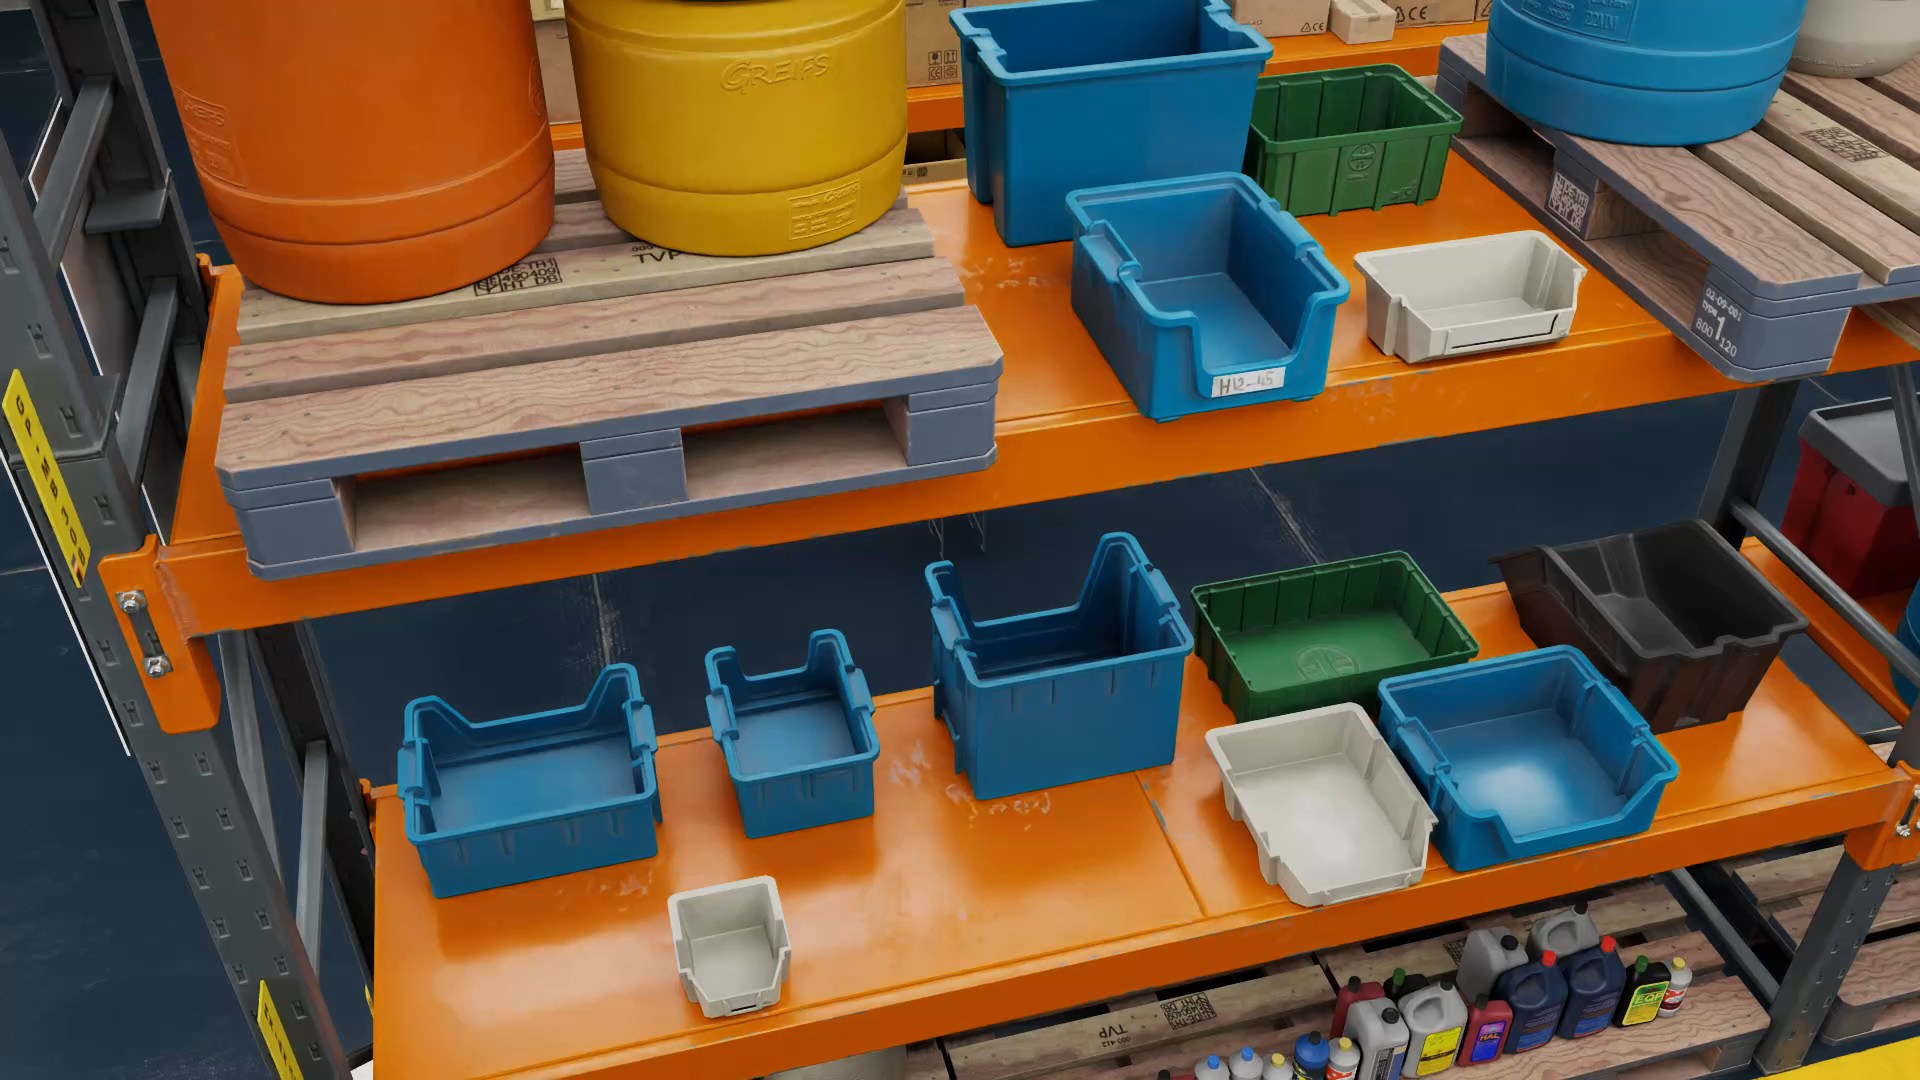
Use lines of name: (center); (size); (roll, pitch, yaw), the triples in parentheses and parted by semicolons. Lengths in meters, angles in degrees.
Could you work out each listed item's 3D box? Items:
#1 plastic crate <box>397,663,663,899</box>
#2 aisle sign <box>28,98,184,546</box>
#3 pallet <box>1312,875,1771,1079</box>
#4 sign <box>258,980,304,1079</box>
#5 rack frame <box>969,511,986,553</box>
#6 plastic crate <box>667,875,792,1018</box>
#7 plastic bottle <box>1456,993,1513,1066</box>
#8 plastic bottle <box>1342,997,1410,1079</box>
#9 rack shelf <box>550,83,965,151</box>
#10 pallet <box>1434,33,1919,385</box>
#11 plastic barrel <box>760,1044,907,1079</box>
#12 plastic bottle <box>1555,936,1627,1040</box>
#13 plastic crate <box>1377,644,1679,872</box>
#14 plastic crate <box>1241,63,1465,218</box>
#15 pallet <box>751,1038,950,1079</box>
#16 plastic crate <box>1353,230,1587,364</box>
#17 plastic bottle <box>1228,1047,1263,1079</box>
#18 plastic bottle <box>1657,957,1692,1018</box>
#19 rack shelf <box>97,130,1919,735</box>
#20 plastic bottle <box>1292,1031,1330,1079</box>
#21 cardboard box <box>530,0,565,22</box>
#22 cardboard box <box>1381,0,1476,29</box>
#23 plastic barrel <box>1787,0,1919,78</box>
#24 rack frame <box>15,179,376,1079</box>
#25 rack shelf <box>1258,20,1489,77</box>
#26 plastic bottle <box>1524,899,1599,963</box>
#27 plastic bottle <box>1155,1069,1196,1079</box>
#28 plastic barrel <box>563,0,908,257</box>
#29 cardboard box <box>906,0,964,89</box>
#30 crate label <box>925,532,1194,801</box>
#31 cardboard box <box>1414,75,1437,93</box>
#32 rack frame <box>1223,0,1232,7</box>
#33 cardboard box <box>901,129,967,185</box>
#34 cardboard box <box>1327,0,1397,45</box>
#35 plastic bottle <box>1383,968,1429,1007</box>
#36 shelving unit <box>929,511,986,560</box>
plastic crate: (-1.058, 0.590, 4.132); (0.616, 0.251, 0.499); (-9, 38, -12)
aisle sign: (-1.611, -0.409, 3.177); (0.004, 0.787, 0.394); (-9, 38, -12)
pallet: (1.739, 1.342, 5.322); (1.213, 0.211, 1.003); (-9, 38, -12)
sign: (-1.324, 1.000, 3.247); (0.005, 0.325, 0.100); (-9, 38, -12)
rack frame: (0.074, -0.489, 6.901); (0.006, 1.200, 0.240); (-9, 38, -12)
plastic crate: (-0.516, 0.938, 3.772); (0.250, 0.136, 0.298); (-9, 38, -12)
plastic bottle: (1.520, 1.408, 4.814); (0.133, 0.283, 0.061); (-7, 38, -9)
plastic bottle: (1.196, 1.436, 4.784); (0.135, 0.276, 0.152); (-9, 38, -11)
rack shelf: (-0.821, -2.151, 8.185); (4.000, 0.370, 1.077); (-9, 38, -12)
pallet: (1.727, -0.792, 3.504); (1.003, 0.211, 1.213); (-9, 38, -12)
plastic barrel: (-0.364, 1.379, 4.681); (0.421, 0.512, 0.421); (0, 37, 0)
plastic bottle: (1.851, 1.301, 4.899); (0.185, 0.351, 0.144); (-10, 39, -13)
plastic crate: (1.400, 0.546, 4.190); (0.616, 0.251, 0.499); (-9, 38, -12)
plastic crate: (0.804, -0.865, 3.617); (0.450, 0.188, 0.336); (-9, 38, -12)
pallet: (-0.617, 1.728, 4.817); (1.213, 0.211, 1.003); (-9, 38, -12)
plastic crate: (0.954, -0.443, 3.108); (0.396, 0.136, 0.243); (-9, 38, -12)
plastic bottle: (0.795, 1.520, 4.677); (0.097, 0.271, 0.097); (0, 37, 0)
plastic bottle: (2.129, 1.329, 4.984); (0.097, 0.201, 0.097); (0, 37, 0)
rack shelf: (0.467, -0.436, 3.475); (4.000, 0.370, 1.077); (-9, 38, -12)
plastic bottle: (0.991, 1.488, 4.719); (0.097, 0.271, 0.097); (0, 37, 0)
cardboard box: (-1.821, -2.435, 7.349); (0.250, 0.149, 0.380); (-9, 38, -12)
cardboard box: (2.365, -2.989, 8.606); (0.500, 0.500, 0.500); (-7, 38, -9)
plastic barrel: (1.931, -1.297, 3.570); (0.421, 0.512, 0.421); (0, 37, 0)
rack frame: (-1.464, 0.786, 3.754); (0.127, 3.000, 1.000); (-9, 38, -12)
rack shelf: (3.041, -2.785, 9.014); (4.000, 0.370, 1.077); (-9, 38, -12)
plastic bottle: (1.814, 1.216, 5.009); (0.185, 0.351, 0.144); (-9, 38, -12)
plastic bottle: (0.591, 1.561, 4.615); (0.133, 0.283, 0.061); (-9, 38, -11)
plastic barrel: (-0.396, -0.902, 2.991); (0.600, 0.588, 0.600); (0, 37, 0)
cardboard box: (-0.309, -2.555, 8.039); (0.500, 0.500, 0.700); (-9, 38, -11)
crate label: (0.243, 0.322, 4.331); (0.616, 0.435, 0.502); (-9, 38, -12)
cardboard box: (2.896, -2.525, 9.537); (0.500, 0.311, 0.500); (-10, 38, -13)
rack frame: (1.110, -2.754, 8.381); (0.127, 3.000, 1.000); (-9, 38, -12)
cardboard box: (-0.248, -1.771, 8.396); (0.500, 0.500, 0.500); (-9, 38, -12)
cardboard box: (2.019, -2.674, 8.484); (0.250, 0.149, 0.380); (-9, 38, -12)
plastic bottle: (1.303, 1.353, 4.886); (0.133, 0.283, 0.061); (-9, 38, -12)
shelving unit: (-0.014, -0.474, 6.882); (0.189, 1.200, 0.258); (-9, 38, -12)
